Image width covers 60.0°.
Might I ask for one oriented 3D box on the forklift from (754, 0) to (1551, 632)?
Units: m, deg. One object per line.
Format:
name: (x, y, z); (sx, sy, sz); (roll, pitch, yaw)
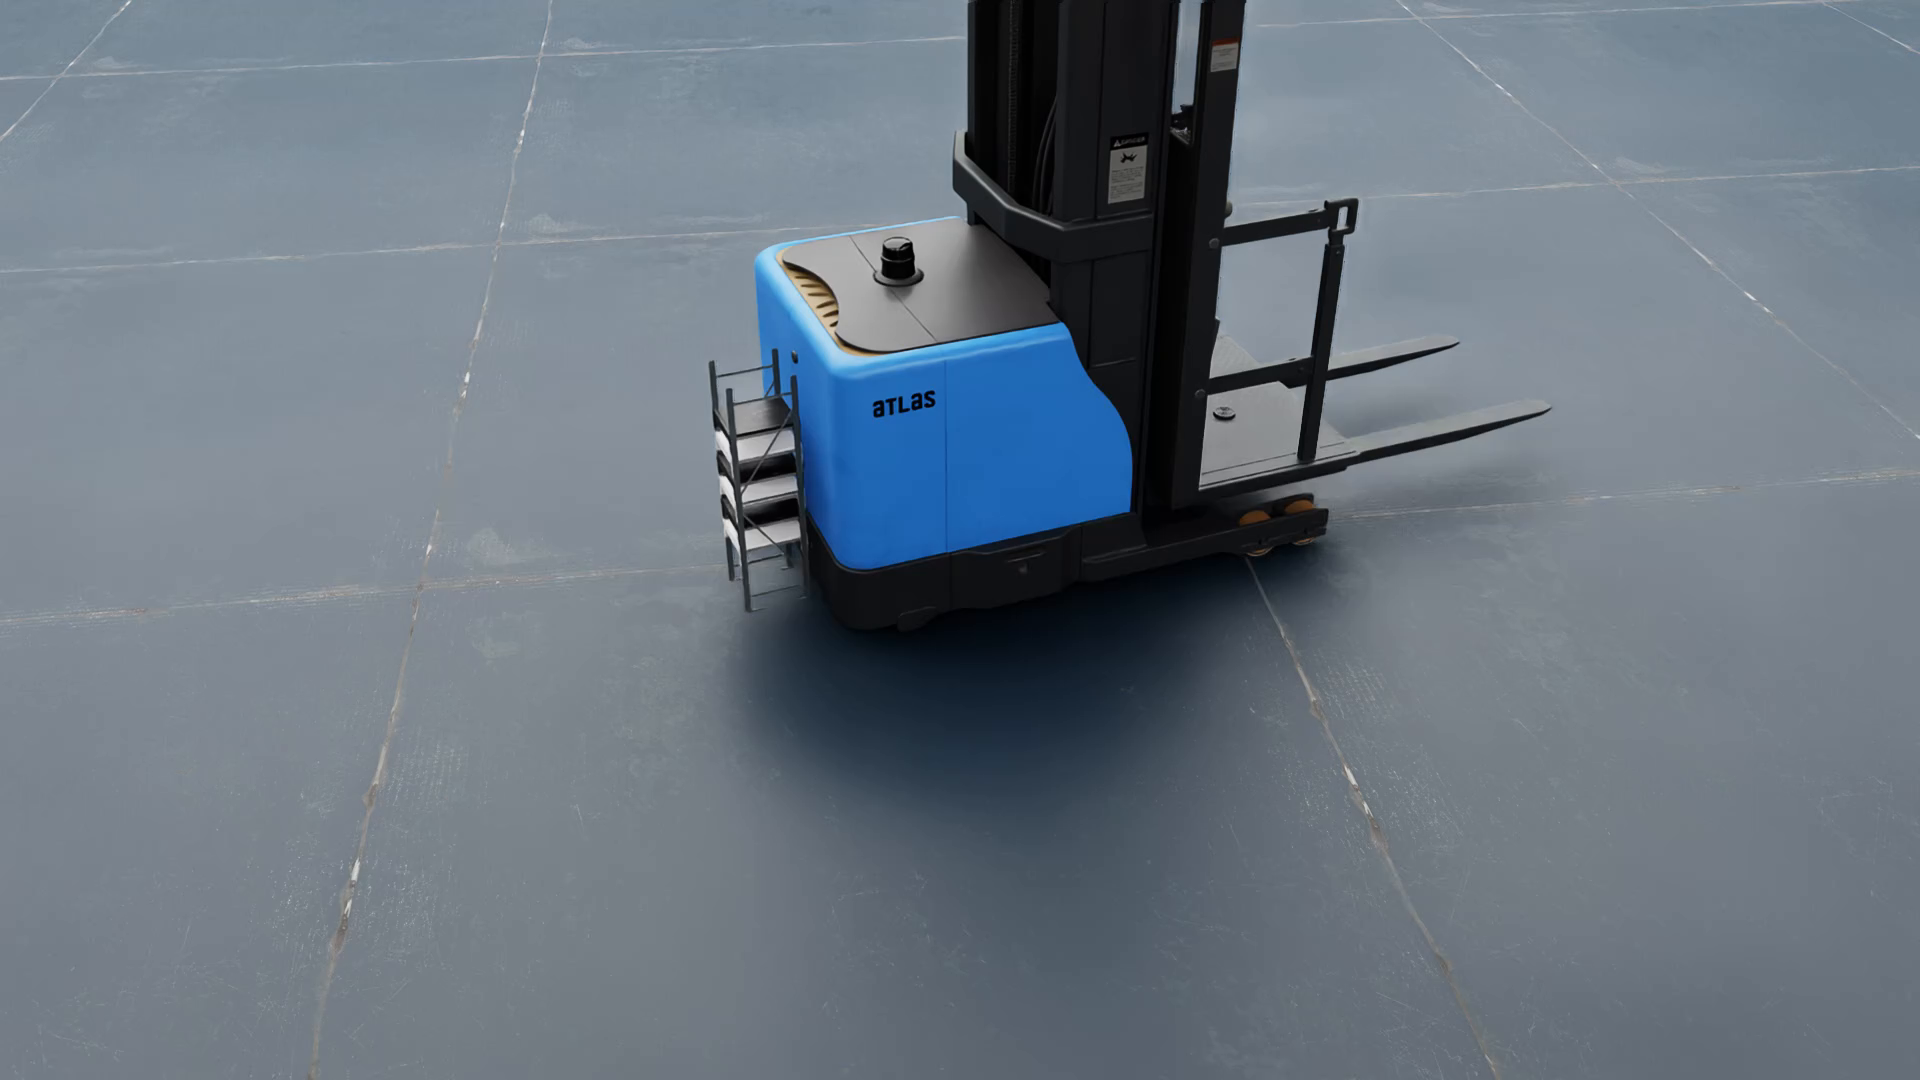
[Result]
forklift: (0.831, -1.415, 5.723); (3.031, 2.935, 1.130); (-13, 36, -18)

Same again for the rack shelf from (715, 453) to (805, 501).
rack shelf: (-0.685, -0.241, 5.704); (0.258, 0.077, 0.200); (-13, 36, -19)

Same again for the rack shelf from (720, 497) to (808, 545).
rack shelf: (-0.685, -0.092, 5.805); (0.258, 0.077, 0.200); (-13, 36, -19)

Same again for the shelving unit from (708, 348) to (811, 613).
shelving unit: (-0.685, -0.194, 5.736); (0.258, 0.900, 0.210); (-13, 36, -19)

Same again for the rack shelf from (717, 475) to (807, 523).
rack shelf: (-0.685, -0.167, 5.755); (0.258, 0.077, 0.200); (-13, 36, -19)

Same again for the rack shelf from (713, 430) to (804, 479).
rack shelf: (-0.685, -0.315, 5.653); (0.258, 0.077, 0.200); (-13, 36, -19)

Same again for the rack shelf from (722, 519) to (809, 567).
rack shelf: (-0.685, -0.018, 5.856); (0.258, 0.077, 0.200); (-13, 36, -19)

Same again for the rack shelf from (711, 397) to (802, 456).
rack shelf: (-0.685, -0.390, 5.603); (0.258, 0.077, 0.200); (-13, 36, -19)

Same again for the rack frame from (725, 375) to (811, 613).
rack frame: (-0.646, -0.141, 5.658); (0.240, 0.900, 0.006); (-13, 36, -19)

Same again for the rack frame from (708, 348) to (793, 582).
rack frame: (-0.725, -0.247, 5.813); (0.240, 0.900, 0.006); (-13, 36, -19)
